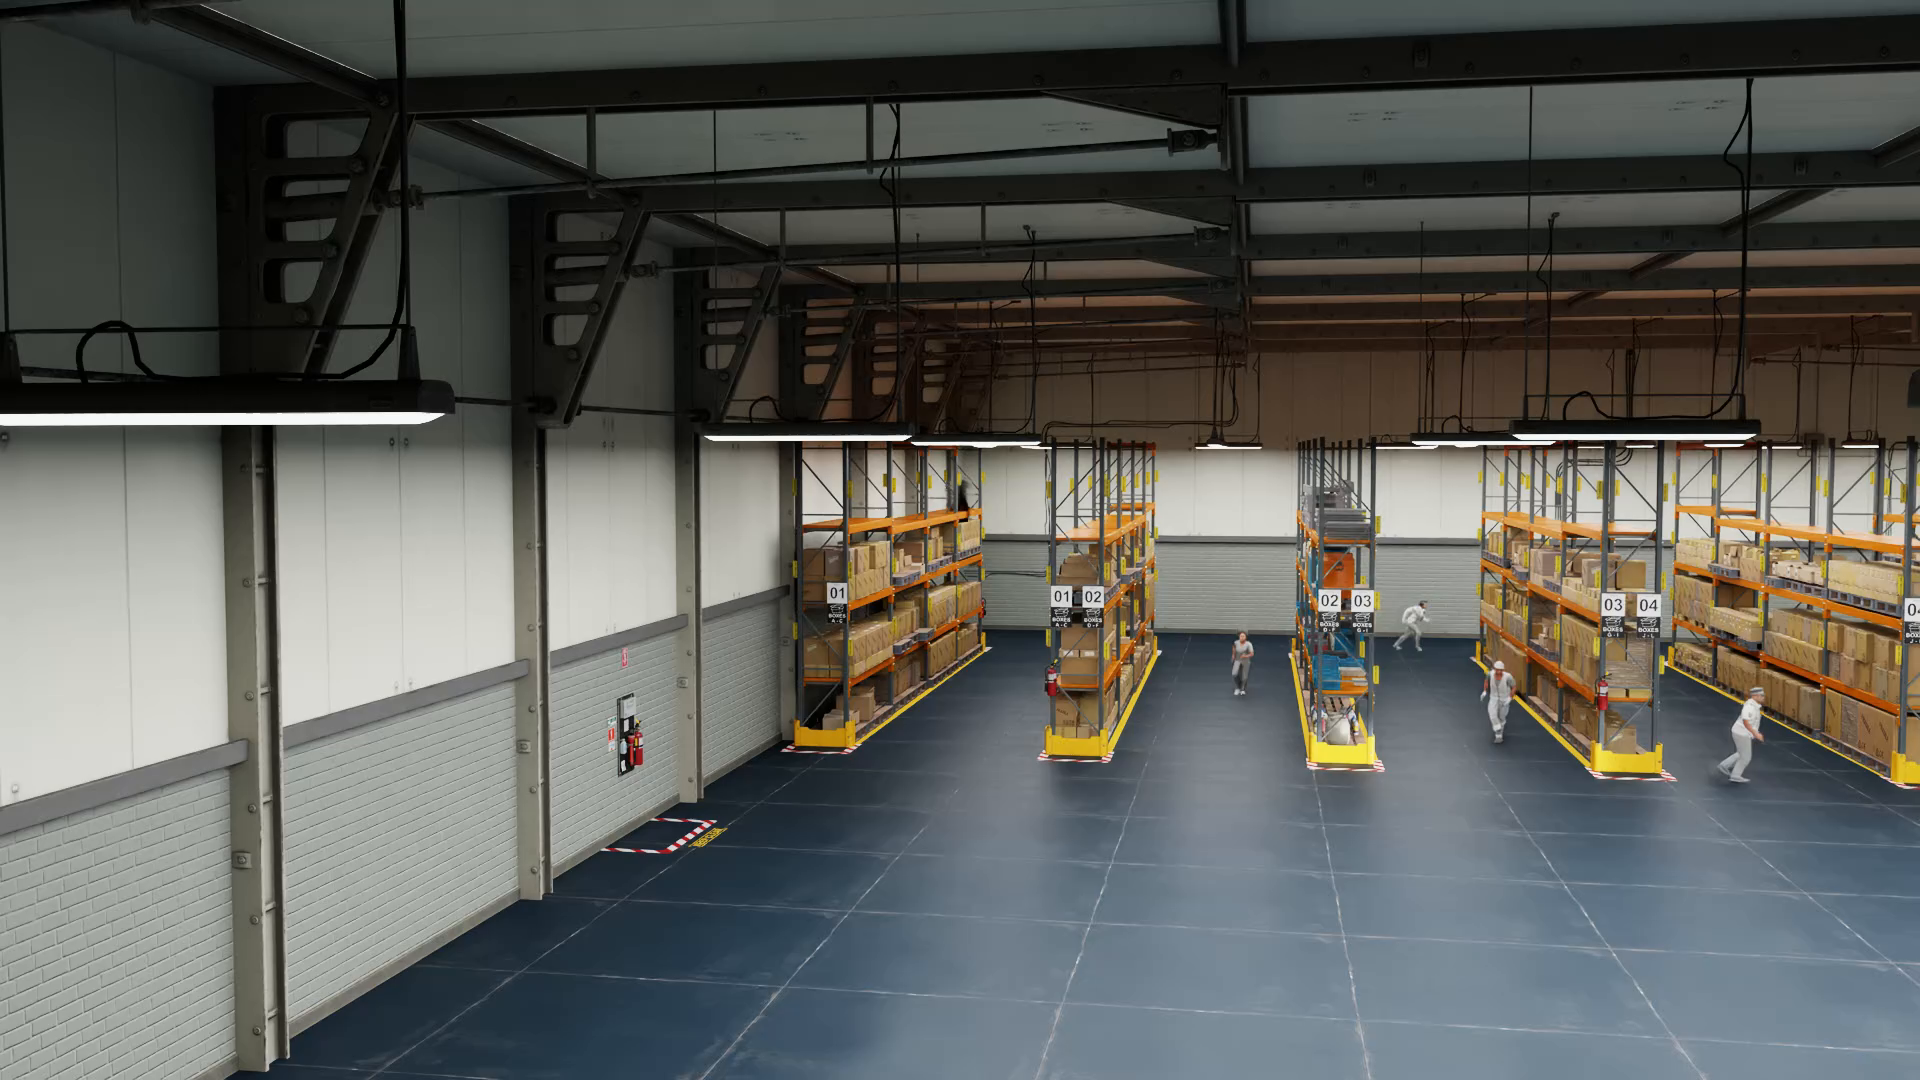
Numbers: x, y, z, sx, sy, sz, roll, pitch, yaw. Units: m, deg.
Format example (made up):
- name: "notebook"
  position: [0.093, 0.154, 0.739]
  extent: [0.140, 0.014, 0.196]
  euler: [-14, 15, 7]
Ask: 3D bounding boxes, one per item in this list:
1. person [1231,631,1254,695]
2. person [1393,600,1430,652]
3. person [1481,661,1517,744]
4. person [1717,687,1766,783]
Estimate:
- name: "person"
  position: [6.605, 2.873, 38.884]
  extent: [0.570, 1.541, 0.941]
  euler: [1, 3, 17]
- name: "person"
  position: [12.968, 2.438, 47.718]
  extent: [1.047, 1.491, 0.623]
  euler: [3, 4, 41]
- name: "person"
  position: [10.675, 3.157, 32.885]
  extent: [0.686, 1.633, 1.112]
  euler: [1, 3, 26]
- name: "person"
  position: [13.526, 3.352, 28.795]
  extent: [0.752, 1.686, 0.649]
  euler: [2, 4, 33]
